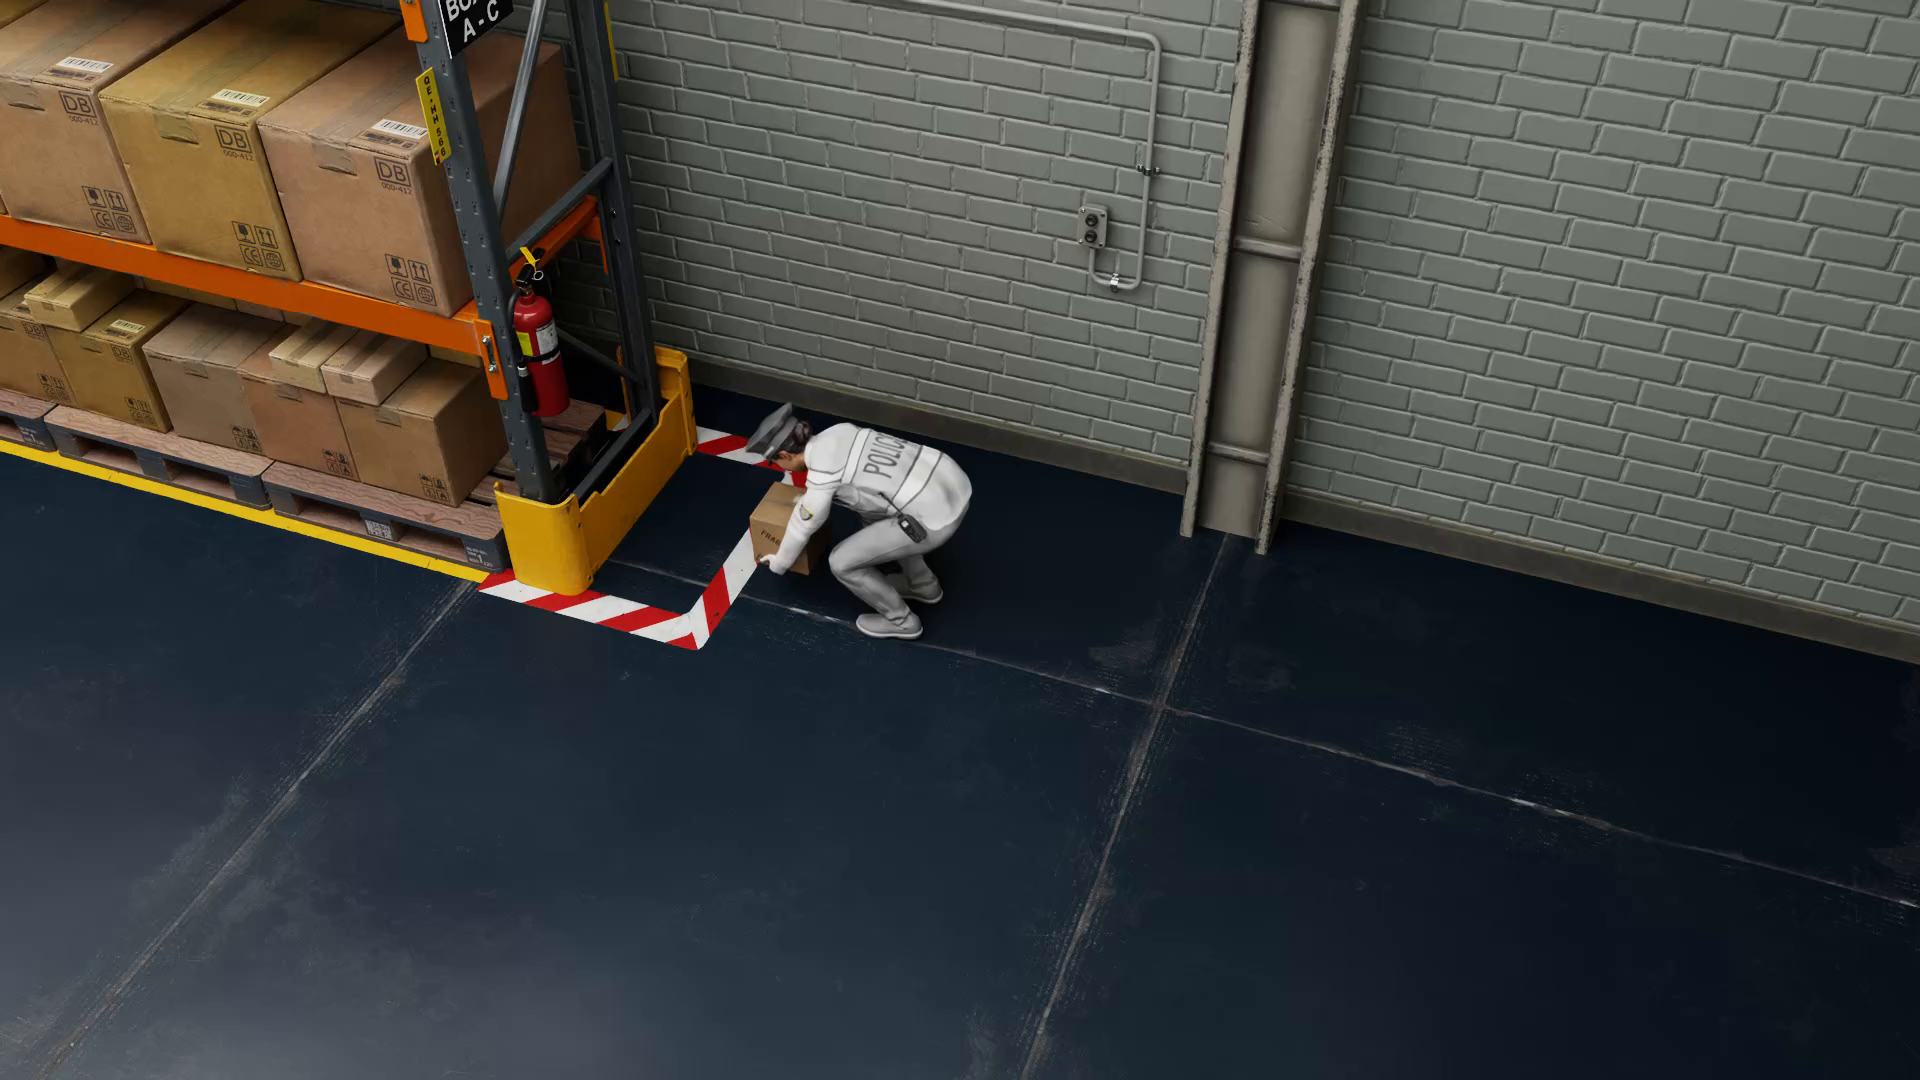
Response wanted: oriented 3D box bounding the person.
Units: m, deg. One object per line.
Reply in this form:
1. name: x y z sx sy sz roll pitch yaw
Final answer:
1. person: -0.409 -0.091 6.781 0.908 0.977 0.468 12 43 13
